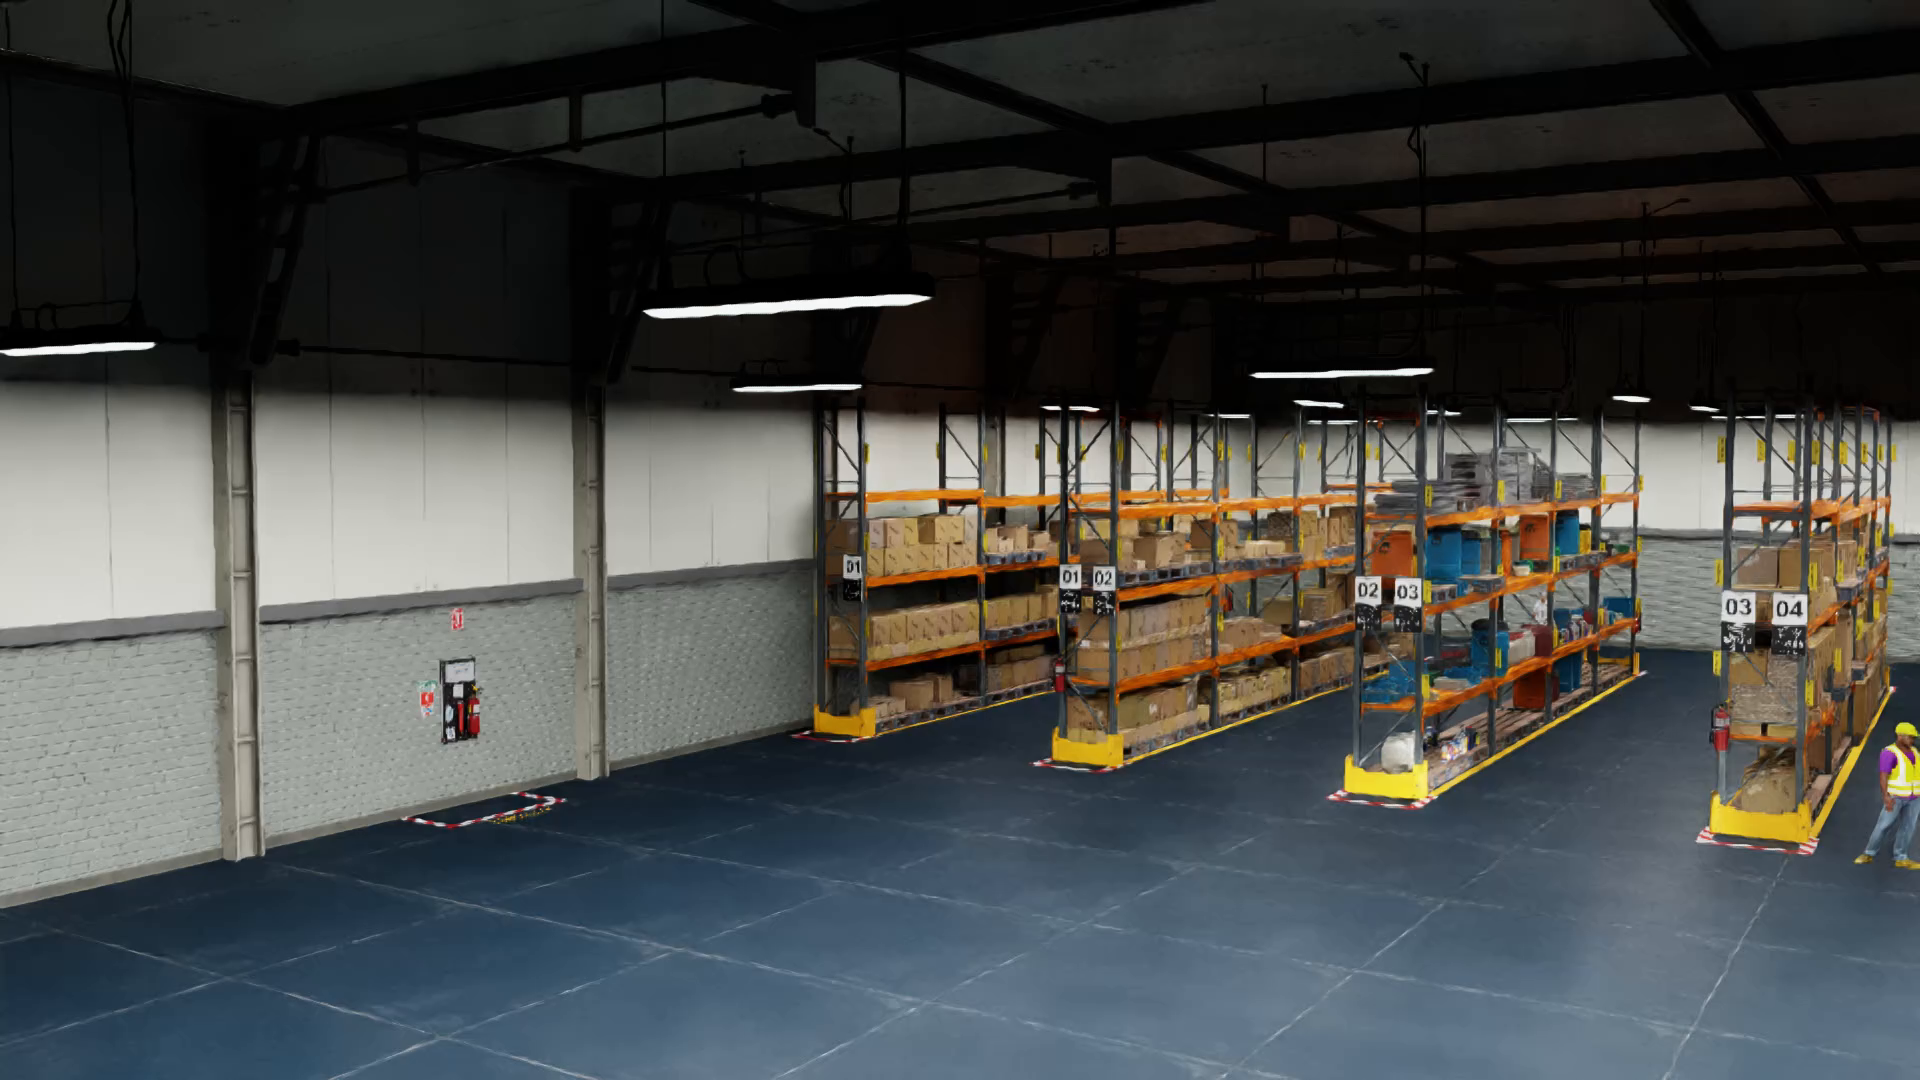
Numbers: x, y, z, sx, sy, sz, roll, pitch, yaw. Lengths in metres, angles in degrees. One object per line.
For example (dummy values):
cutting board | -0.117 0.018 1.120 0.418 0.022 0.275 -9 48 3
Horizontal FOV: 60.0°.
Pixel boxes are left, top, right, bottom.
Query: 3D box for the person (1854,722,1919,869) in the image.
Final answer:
person | 11.231 3.071 20.067 0.735 1.763 0.487 -1 3 -13

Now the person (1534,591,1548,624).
person | 14.433 2.041 41.100 0.497 1.583 1.090 2 4 35
